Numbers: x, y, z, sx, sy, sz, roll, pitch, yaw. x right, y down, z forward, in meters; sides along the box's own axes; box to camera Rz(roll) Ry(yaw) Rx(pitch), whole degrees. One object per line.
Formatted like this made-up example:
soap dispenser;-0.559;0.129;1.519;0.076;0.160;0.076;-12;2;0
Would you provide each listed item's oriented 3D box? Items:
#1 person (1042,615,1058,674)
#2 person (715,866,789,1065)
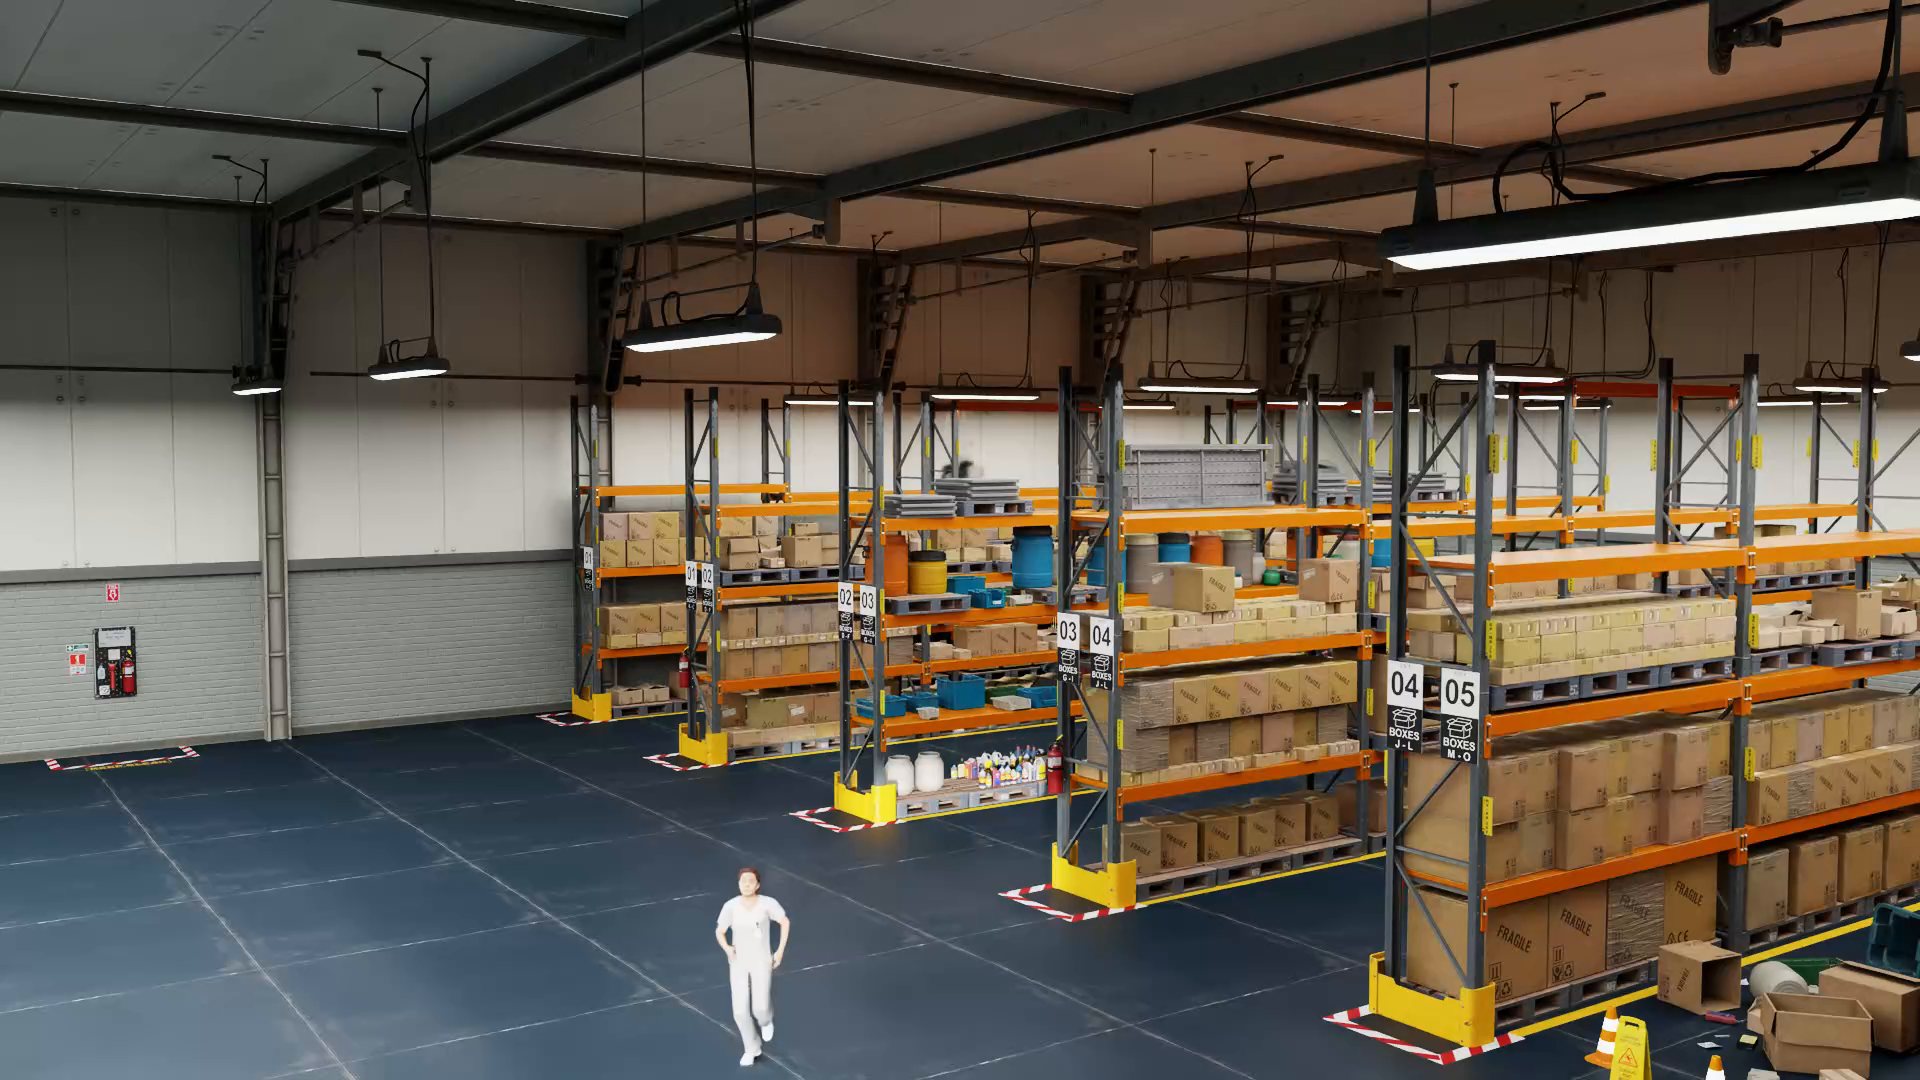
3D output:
person;1.928;2.283;33.267;0.683;1.754;0.676;-3;5;-42
person;-1.731;3.520;13.788;0.601;1.636;0.578;0;3;2
